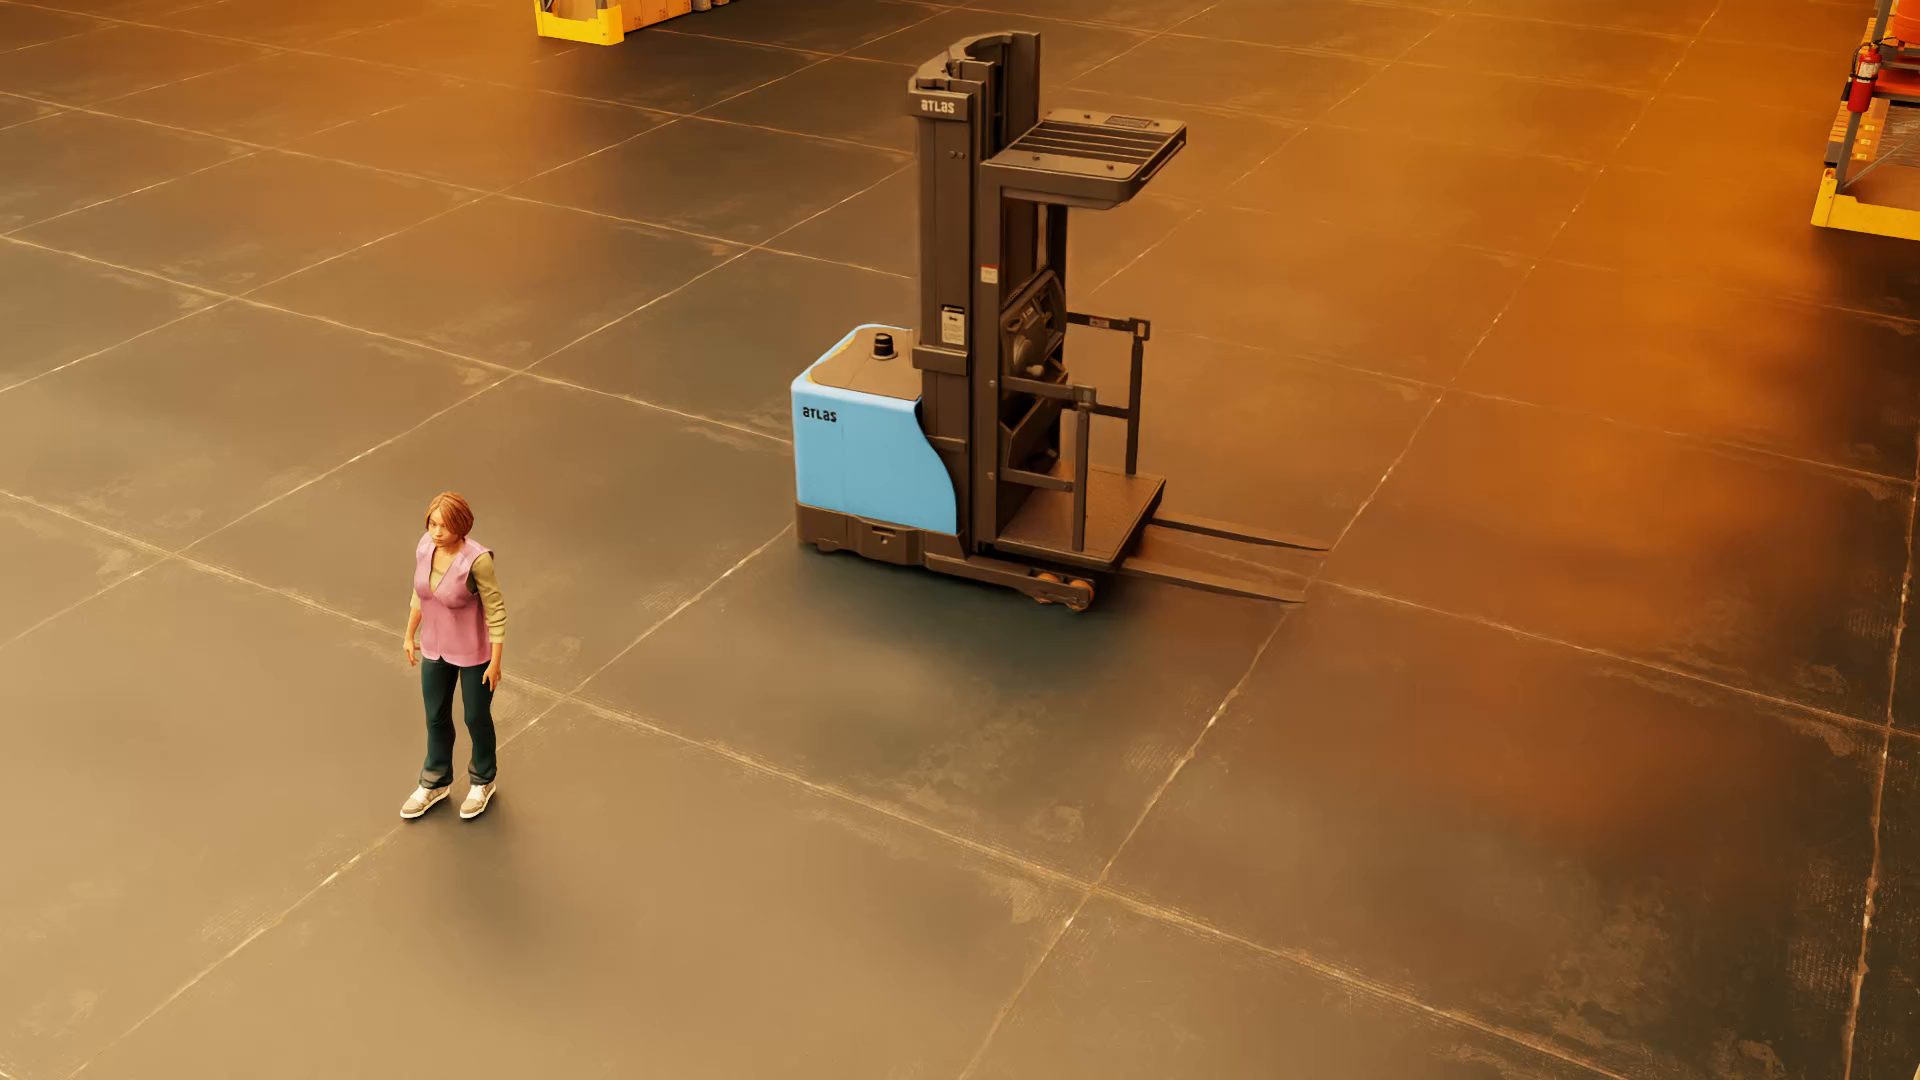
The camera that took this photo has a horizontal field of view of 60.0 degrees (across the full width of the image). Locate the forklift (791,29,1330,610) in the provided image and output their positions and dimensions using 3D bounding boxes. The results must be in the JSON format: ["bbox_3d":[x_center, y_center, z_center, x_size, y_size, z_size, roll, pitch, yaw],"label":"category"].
[{"bbox_3d":[0.590,-1.177,9.110,3.031,2.935,1.130,11,32,19],"label":"forklift"}]

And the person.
[{"bbox_3d":[-2.294,0.543,7.449,0.520,1.597,0.475,11,32,18],"label":"person"}]
